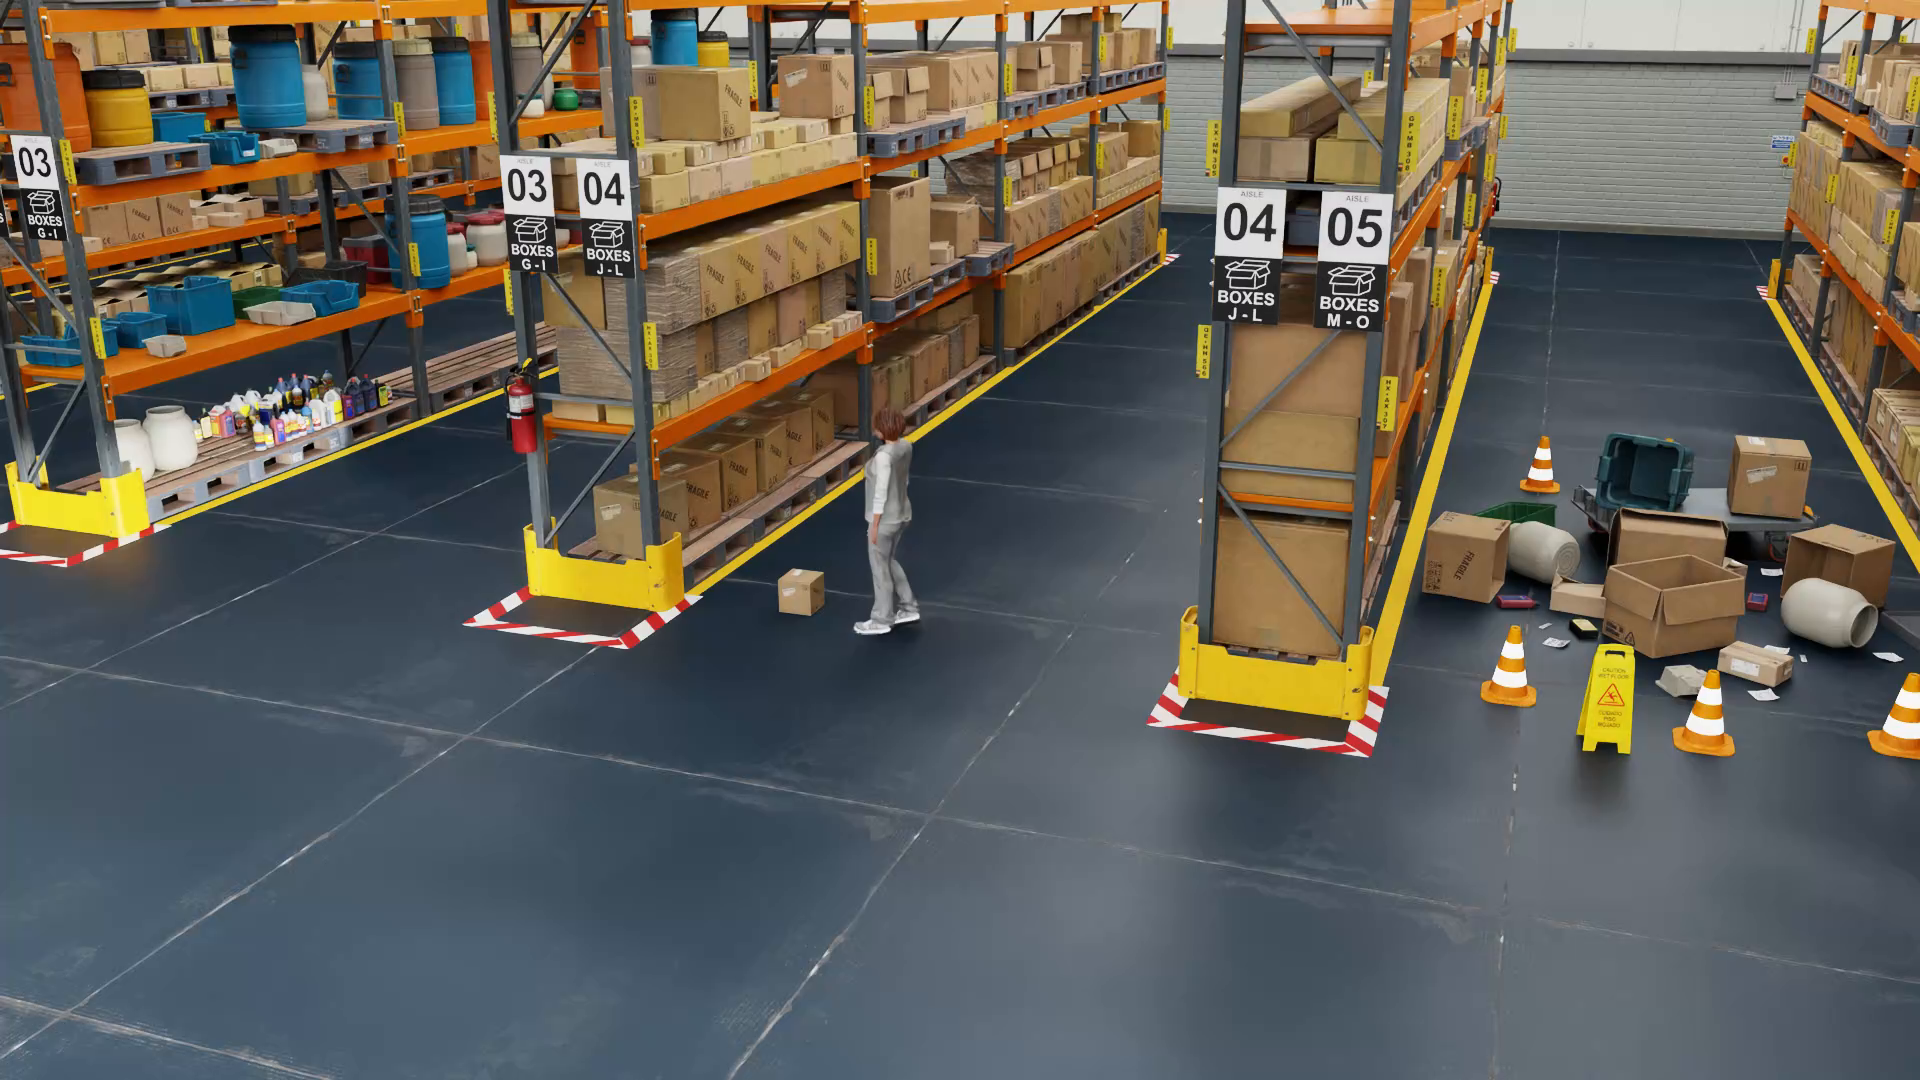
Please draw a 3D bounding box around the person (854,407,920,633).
[{"bbox_3d":[-0.499,-0.132,11.437,0.427,1.608,0.429,9,21,25],"label":"person"}]
